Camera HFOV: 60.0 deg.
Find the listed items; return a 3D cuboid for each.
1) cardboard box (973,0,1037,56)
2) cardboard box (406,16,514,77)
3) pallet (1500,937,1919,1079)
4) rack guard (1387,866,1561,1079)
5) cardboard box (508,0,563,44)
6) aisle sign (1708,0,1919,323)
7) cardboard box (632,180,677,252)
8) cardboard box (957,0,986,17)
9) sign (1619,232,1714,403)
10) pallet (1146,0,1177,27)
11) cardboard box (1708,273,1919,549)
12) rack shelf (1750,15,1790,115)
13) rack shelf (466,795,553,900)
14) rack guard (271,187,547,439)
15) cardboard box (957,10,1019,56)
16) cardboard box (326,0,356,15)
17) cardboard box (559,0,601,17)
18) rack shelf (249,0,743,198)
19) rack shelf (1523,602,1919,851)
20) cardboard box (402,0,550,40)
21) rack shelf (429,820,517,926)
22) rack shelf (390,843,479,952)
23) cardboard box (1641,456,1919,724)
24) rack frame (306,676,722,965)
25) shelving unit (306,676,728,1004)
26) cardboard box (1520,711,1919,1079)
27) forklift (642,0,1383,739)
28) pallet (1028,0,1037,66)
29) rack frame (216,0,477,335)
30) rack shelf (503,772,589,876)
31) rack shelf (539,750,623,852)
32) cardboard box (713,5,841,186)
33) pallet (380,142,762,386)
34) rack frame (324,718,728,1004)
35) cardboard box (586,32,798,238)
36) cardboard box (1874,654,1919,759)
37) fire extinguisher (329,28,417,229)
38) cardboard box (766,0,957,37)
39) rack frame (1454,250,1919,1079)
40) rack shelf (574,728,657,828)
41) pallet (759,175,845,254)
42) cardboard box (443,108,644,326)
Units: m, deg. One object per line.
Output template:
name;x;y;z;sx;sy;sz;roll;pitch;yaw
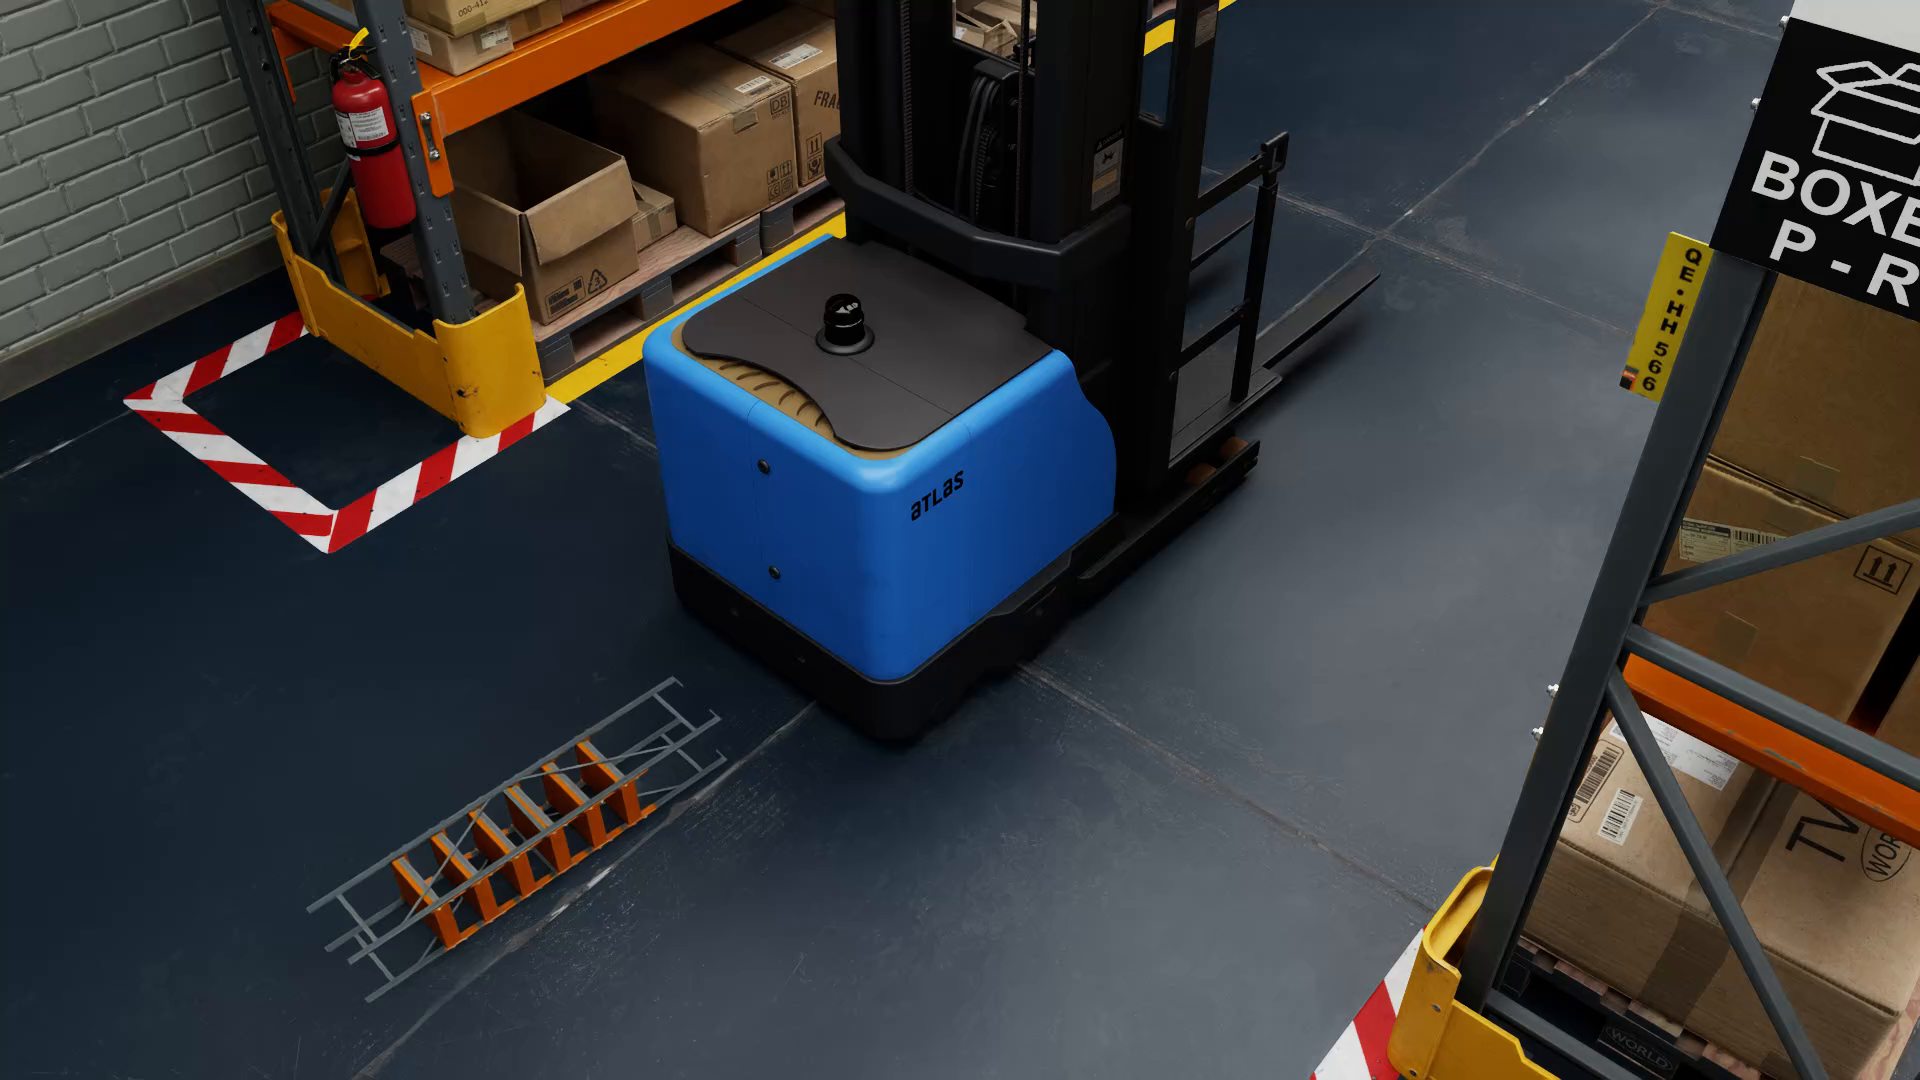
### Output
cardboard box;0.287;-2.515;8.094;0.380;0.149;0.250;28;49;27
cardboard box;-1.732;-1.727;5.606;0.380;0.149;0.250;29;50;28
pallet;2.102;0.964;4.533;1.003;0.211;1.213;29;50;28
rack guard;1.632;1.315;3.932;1.175;0.500;0.348;29;50;28
cardboard box;-1.604;-1.878;5.772;0.380;0.149;0.250;31;51;29
aisle sign;1.364;-0.681;2.337;0.394;0.787;0.004;29;50;28
cardboard box;-1.385;-1.346;6.807;0.380;0.149;0.250;28;49;27
cardboard box;-0.186;-2.752;8.233;0.500;0.311;0.500;31;51;30
sign;1.241;-0.380;2.902;0.100;0.325;0.005;29;50;28
pallet;0.915;-3.232;9.148;1.003;0.211;1.213;29;50;28
cardboard box;1.776;-0.380;3.121;0.500;0.500;0.500;31;51;30
rack shelf;2.935;-1.496;3.470;1.077;0.370;4.000;29;50;28
rack shelf;-1.269;0.855;4.665;0.103;0.180;0.258;-33;52;-31
rack guard;-2.105;-0.884;6.350;1.175;0.500;0.348;29;50;28
cardboard box;0.057;-2.375;7.852;0.396;0.266;0.258;31;51;30
cardboard box;-2.146;-1.963;5.866;0.380;0.149;0.250;29;50;28
cardboard box;-1.462;-2.028;5.938;0.380;0.149;0.250;29;50;28
rack shelf;-0.867;-2.533;6.841;1.077;0.370;4.000;29;50;28
rack shelf;2.935;-0.386;4.479;1.077;0.370;4.000;29;50;28
cardboard box;-1.656;-1.941;5.545;0.500;0.250;0.500;30;50;29
rack shelf;-1.356;0.911;4.604;0.103;0.180;0.258;-33;52;-31
rack shelf;-1.442;0.968;4.543;0.103;0.180;0.258;-33;52;-31
cardboard box;1.755;-0.022;3.470;0.500;0.500;0.500;30;50;29
rack frame;-1.215;0.752;4.642;1.200;0.006;0.240;-33;52;-31
shelving unit;-1.215;0.819;4.704;1.200;0.189;0.258;-33;52;-31
cardboard box;1.996;0.787;4.247;0.875;0.438;0.875;28;49;27
forklift;0.420;-1.398;5.108;1.130;2.935;3.031;31;51;30
pallet;-0.022;-2.444;8.281;1.003;0.211;1.213;29;50;28
rack frame;-2.154;-1.769;5.466;1.000;3.000;0.127;29;50;28
rack shelf;-1.183;0.798;4.726;0.103;0.180;0.258;-33;52;-31
rack shelf;-1.096;0.742;4.787;0.103;0.180;0.258;-33;52;-31
cardboard box;-0.691;-1.926;7.184;0.500;0.500;0.500;30;50;29
pallet;-1.593;-1.187;6.899;1.003;0.211;1.213;29;50;28
rack frame;-1.214;0.886;4.765;1.200;0.006;0.240;-33;52;-31
cardboard box;-1.108;-1.697;6.933;0.700;0.500;0.500;32;51;30
cardboard box;2.176;0.218;3.206;0.500;0.500;0.500;29;50;28
fire extinguisher;-1.895;-1.327;5.314;0.296;0.674;0.183;29;50;28
cardboard box;-0.440;-2.232;7.520;0.700;0.500;0.500;28;49;27
rack frame;1.648;0.378;3.105;1.000;3.000;0.127;29;50;28
rack shelf;-1.010;0.685;4.848;0.103;0.180;0.258;-33;52;-31
pallet;-0.807;-1.813;7.587;1.003;0.211;1.213;29;50;28
cardboard box;-1.688;-1.275;6.466;0.797;0.503;0.637;28;49;27
